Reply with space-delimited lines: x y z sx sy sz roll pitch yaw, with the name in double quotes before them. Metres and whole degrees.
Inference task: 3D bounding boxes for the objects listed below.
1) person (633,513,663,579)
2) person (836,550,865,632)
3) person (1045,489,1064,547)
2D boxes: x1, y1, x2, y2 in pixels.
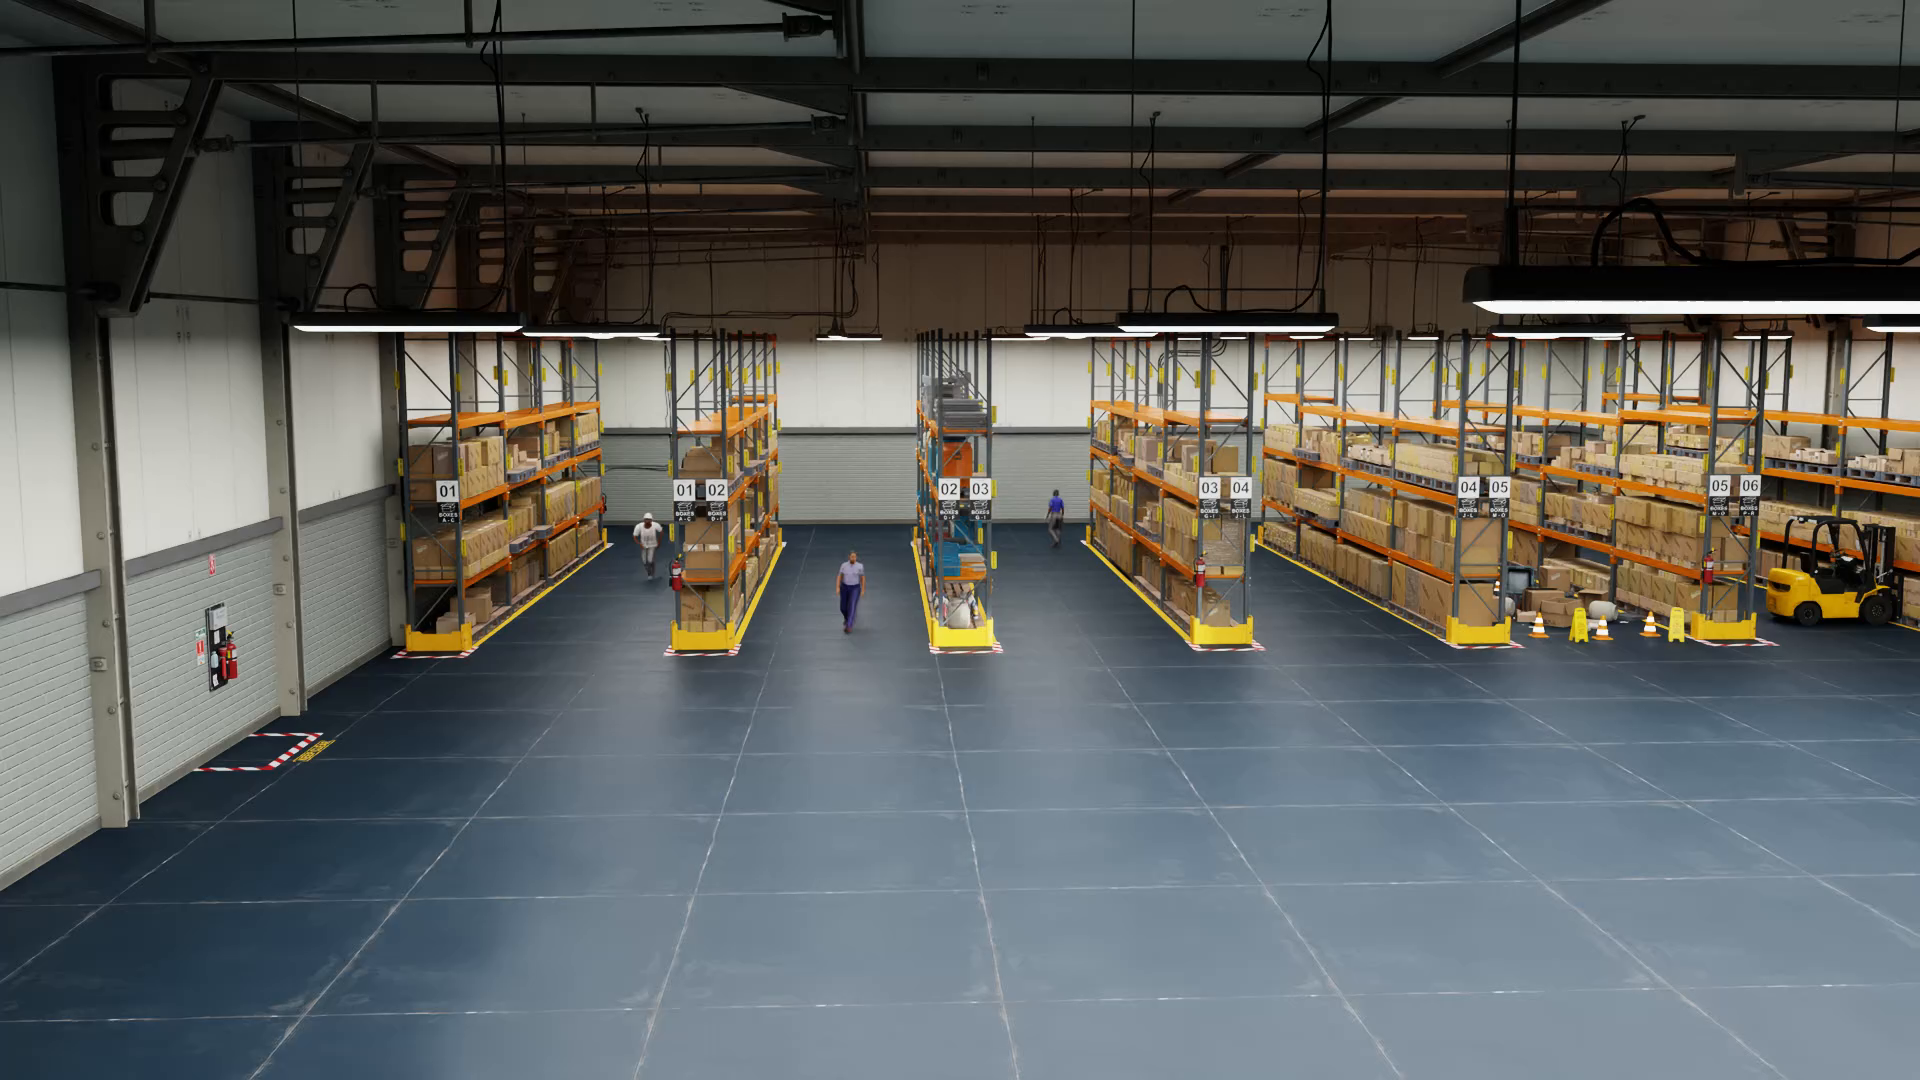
"person" -7.555 0.154 40.300 0.657 1.659 0.700 1 7 5
"person" -2.187 1.005 33.331 0.556 1.604 0.939 0 7 3
"person" 2.726 -0.612 46.973 0.514 1.633 0.540 -4 8 -28
